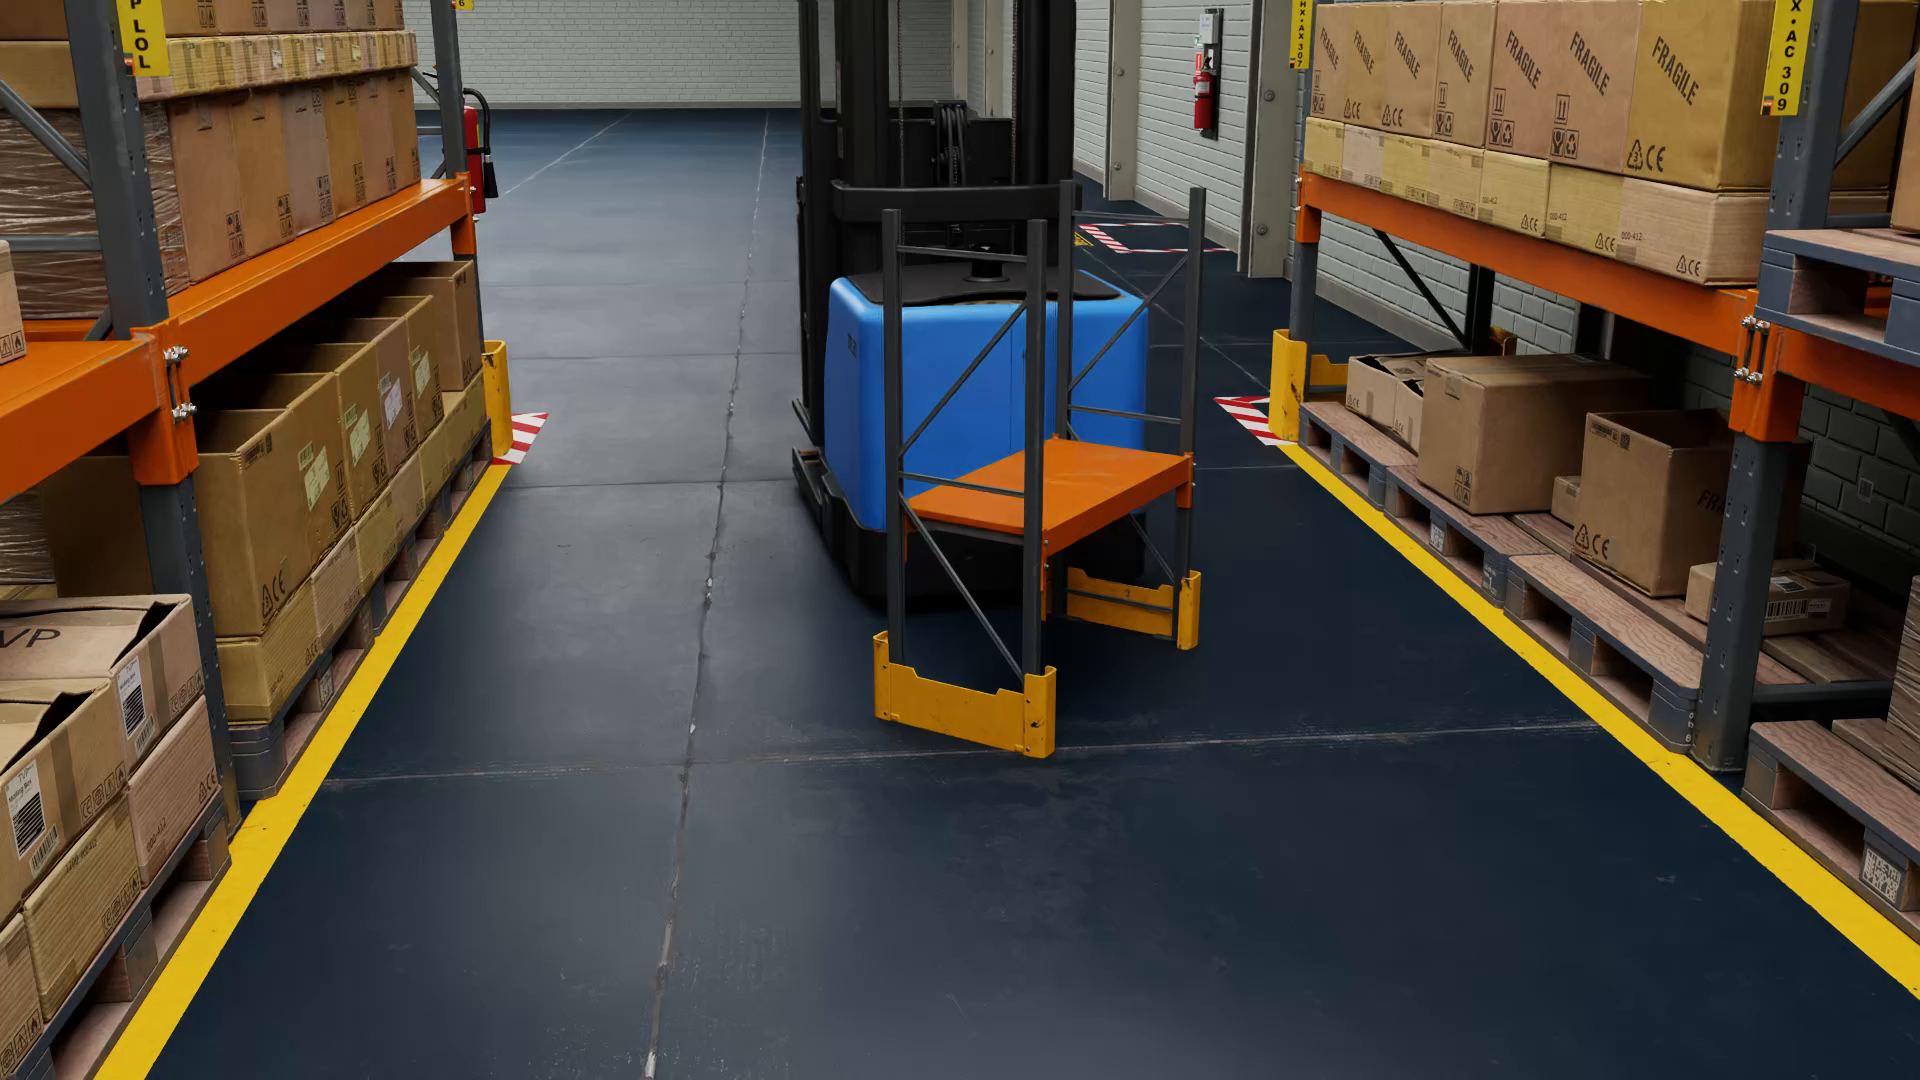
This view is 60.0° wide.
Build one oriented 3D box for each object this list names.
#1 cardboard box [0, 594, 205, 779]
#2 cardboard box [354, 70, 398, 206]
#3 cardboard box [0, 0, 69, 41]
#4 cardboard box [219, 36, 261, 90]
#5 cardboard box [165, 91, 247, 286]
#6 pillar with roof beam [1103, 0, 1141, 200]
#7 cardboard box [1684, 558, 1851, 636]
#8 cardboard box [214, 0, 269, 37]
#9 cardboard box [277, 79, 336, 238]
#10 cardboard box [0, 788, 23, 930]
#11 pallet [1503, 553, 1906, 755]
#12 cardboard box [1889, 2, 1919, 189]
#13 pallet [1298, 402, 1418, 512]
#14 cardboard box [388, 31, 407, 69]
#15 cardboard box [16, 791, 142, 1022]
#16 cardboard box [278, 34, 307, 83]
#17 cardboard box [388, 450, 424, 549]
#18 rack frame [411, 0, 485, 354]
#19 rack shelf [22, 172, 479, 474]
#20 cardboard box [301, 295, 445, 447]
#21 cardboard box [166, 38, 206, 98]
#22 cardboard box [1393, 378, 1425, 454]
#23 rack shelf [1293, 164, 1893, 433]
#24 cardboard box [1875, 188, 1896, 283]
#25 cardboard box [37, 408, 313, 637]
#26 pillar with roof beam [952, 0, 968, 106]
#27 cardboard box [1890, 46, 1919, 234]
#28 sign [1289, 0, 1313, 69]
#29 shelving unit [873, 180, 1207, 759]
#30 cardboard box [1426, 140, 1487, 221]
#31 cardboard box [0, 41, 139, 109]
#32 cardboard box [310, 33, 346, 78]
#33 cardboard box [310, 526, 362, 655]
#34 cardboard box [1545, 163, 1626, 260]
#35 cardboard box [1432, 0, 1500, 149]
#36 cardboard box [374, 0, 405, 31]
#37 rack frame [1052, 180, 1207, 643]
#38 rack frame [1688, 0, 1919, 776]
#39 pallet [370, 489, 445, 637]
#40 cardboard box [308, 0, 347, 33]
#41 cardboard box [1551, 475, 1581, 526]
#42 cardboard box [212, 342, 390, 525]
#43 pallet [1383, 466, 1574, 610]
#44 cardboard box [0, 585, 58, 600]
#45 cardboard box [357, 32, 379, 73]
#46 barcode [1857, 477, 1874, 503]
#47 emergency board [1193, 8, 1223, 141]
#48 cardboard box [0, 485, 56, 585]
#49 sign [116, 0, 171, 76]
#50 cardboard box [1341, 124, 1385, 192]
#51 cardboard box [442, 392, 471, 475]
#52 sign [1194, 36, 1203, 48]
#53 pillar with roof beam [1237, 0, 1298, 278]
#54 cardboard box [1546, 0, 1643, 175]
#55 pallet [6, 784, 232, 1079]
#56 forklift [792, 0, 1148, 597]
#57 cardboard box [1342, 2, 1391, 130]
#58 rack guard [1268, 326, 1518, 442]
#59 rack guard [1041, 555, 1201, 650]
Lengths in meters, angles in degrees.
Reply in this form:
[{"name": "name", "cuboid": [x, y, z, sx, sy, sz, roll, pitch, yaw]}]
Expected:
[{"name": "cardboard box", "cuboid": [-2.030, 0.296, 3.679, 0.500, 0.311, 0.500, -2, 18, -6]}, {"name": "cardboard box", "cuboid": [-2.675, -1.603, 6.609, 0.700, 0.500, 0.500, -1, 17, -4]}, {"name": "cardboard box", "cuboid": [-2.409, -1.458, 3.981, 0.700, 0.500, 0.500, -2, 18, -5]}, {"name": "cardboard box", "cuboid": [-2.298, -1.407, 4.901, 0.380, 0.149, 0.250, -2, 18, -7]}, {"name": "cardboard box", "cuboid": [-2.470, -0.996, 4.675, 0.700, 0.500, 0.500, -2, 18, -6]}, {"name": "pillar with roof beam", "cuboid": [-2.429, -8.128, 17.543, 9.100, 9.000, 0.400, -2, 18, -6]}, {"name": "cardboard box", "cuboid": [2.485, 0.170, 5.124, 0.380, 0.166, 0.250, -4, 18, -13]}, {"name": "cardboard box", "cuboid": [-2.513, -1.758, 4.936, 0.700, 0.500, 0.500, -2, 18, -6]}, {"name": "cardboard box", "cuboid": [-2.571, -1.298, 5.638, 0.700, 0.500, 0.500, -1, 17, -4]}, {"name": "cardboard box", "cuboid": [-1.921, 0.600, 2.712, 0.500, 0.311, 0.500, -2, 18, -6]}, {"name": "pallet", "cuboid": [2.466, 0.318, 5.312, 1.003, 0.211, 1.213, -2, 18, -6]}, {"name": "cardboard box", "cuboid": [2.729, -1.256, 4.634, 0.500, 0.500, 0.500, -2, 18, -7]}, {"name": "pallet", "cuboid": [2.214, -0.409, 7.628, 1.003, 0.211, 1.213, -2, 18, -6]}, {"name": "cardboard box", "cuboid": [-2.512, -2.022, 6.861, 0.380, 0.149, 0.250, -1, 17, -4]}, {"name": "cardboard box", "cuboid": [-1.975, 0.717, 3.273, 0.500, 0.250, 0.500, -2, 18, -6]}, {"name": "cardboard box", "cuboid": [-2.355, -1.564, 5.401, 0.380, 0.149, 0.250, -2, 18, -6]}, {"name": "cardboard box", "cuboid": [-2.253, -0.142, 6.012, 0.500, 0.250, 0.500, -2, 18, -6]}, {"name": "rack frame", "cuboid": [-2.769, -1.851, 7.566, 1.000, 3.000, 0.127, -2, 18, -6]}, {"name": "rack shelf", "cuboid": [-2.563, -0.912, 5.775, 1.077, 0.370, 4.000, -2, 18, -6]}, {"name": "cardboard box", "cuboid": [-2.300, -0.649, 6.375, 0.500, 0.500, 0.500, -2, 18, -6]}, {"name": "cardboard box", "cuboid": [-2.246, -1.254, 4.415, 0.380, 0.149, 0.250, -2, 18, -7]}, {"name": "cardboard box", "cuboid": [2.198, -0.554, 7.187, 0.500, 0.311, 0.500, 0, 17, -1]}, {"name": "rack shelf", "cuboid": [2.364, -1.066, 6.266, 1.077, 0.370, 4.000, -2, 18, -6]}, {"name": "cardboard box", "cuboid": [2.735, -0.898, 4.747, 0.500, 0.250, 0.500, -2, 17, -5]}, {"name": "cardboard box", "cuboid": [-2.093, -0.054, 4.477, 0.500, 0.500, 0.500, -2, 18, -6]}, {"name": "pillar with roof beam", "cuboid": [-4.286, -13.491, 34.625, 9.100, 9.000, 0.400, -2, 18, -6]}, {"name": "cardboard box", "cuboid": [2.589, -0.918, 3.693, 0.700, 0.500, 0.500, -2, 18, -5]}, {"name": "sign", "cuboid": [1.618, -2.402, 7.873, 0.100, 0.325, 0.005, -2, 18, -6]}, {"name": "shelving unit", "cuboid": [0.270, -0.278, 5.058, 0.587, 1.500, 1.083, 11, 20, 30]}, {"name": "cardboard box", "cuboid": [2.056, -1.331, 6.126, 0.500, 0.250, 0.500, -2, 18, -5]}, {"name": "cardboard box", "cuboid": [-2.192, -1.103, 3.932, 0.380, 0.149, 0.250, -2, 18, -6]}, {"name": "cardboard box", "cuboid": [-2.405, -1.715, 5.881, 0.380, 0.149, 0.250, -1, 17, -4]}, {"name": "cardboard box", "cuboid": [-2.149, 0.155, 5.064, 0.500, 0.250, 0.500, -2, 18, -6]}, {"name": "cardboard box", "cuboid": [2.177, -1.032, 5.173, 0.500, 0.250, 0.500, -2, 18, -5]}, {"name": "cardboard box", "cuboid": [2.061, -1.694, 6.032, 0.500, 0.500, 0.500, -1, 17, -4]}, {"name": "cardboard box", "cuboid": [-2.728, -2.363, 6.862, 0.700, 0.500, 0.500, -2, 18, -5]}, {"name": "rack frame", "cuboid": [0.542, -0.410, 5.478, 0.500, 1.500, 0.032, 11, 20, 30]}, {"name": "rack frame", "cuboid": [2.570, -0.814, 4.261, 1.000, 3.000, 0.127, -2, 18, -6]}, {"name": "pallet", "cuboid": [-2.526, 0.068, 6.107, 1.003, 0.211, 1.213, -2, 18, -6]}, {"name": "cardboard box", "cuboid": [-2.616, -2.056, 5.885, 0.700, 0.500, 0.500, -2, 18, -5]}, {"name": "cardboard box", "cuboid": [2.425, -0.140, 6.142, 0.380, 0.149, 0.250, -3, 18, -10]}, {"name": "cardboard box", "cuboid": [-2.196, -0.351, 5.426, 0.500, 0.500, 0.500, -2, 18, -6]}, {"name": "pallet", "cuboid": [2.337, -0.046, 6.473, 1.003, 0.211, 1.213, -2, 18, -6]}, {"name": "cardboard box", "cuboid": [-2.622, 0.321, 4.537, 0.500, 0.250, 0.500, -2, 18, -6]}, {"name": "cardboard box", "cuboid": [-2.462, -1.871, 6.380, 0.380, 0.149, 0.250, -2, 17, -5]}, {"name": "barcode", "cuboid": [2.753, -0.152, 5.057, 0.001, 0.075, 0.075, -2, 18, -6]}, {"name": "emergency board", "cuboid": [2.254, -4.349, 15.520, 0.194, 1.169, 0.643, -2, 18, -6]}, {"name": "cardboard box", "cuboid": [-2.662, -0.186, 4.901, 0.500, 0.500, 0.500, -2, 18, -6]}, {"name": "sign", "cuboid": [-1.818, -1.194, 3.671, 0.100, 0.325, 0.005, -2, 18, -6]}, {"name": "cardboard box", "cuboid": [1.960, -1.634, 7.090, 0.500, 0.250, 0.500, -2, 18, -7]}, {"name": "cardboard box", "cuboid": [-2.357, -0.440, 6.961, 0.500, 0.250, 0.500, -2, 18, -6]}, {"name": "sign", "cuboid": [2.292, -4.785, 15.965, 0.001, 0.109, 0.331, -2, 18, -6]}, {"name": "pillar with roof beam", "cuboid": [-1.811, -6.340, 11.849, 9.100, 9.000, 0.400, -2, 18, -6]}, {"name": "cardboard box", "cuboid": [2.157, -1.389, 5.059, 0.500, 0.500, 0.500, -2, 18, -6]}, {"name": "pallet", "cuboid": [-2.242, 0.889, 3.492, 1.003, 0.211, 1.213, -2, 18, -6]}, {"name": "forklift", "cuboid": [-0.136, -1.600, 6.881, 1.130, 2.935, 3.031, -4, 18, -11]}, {"name": "cardboard box", "cuboid": [1.949, -2.002, 7.011, 0.500, 0.500, 0.500, -2, 18, -5]}, {"name": "rack guard", "cuboid": [2.165, -0.790, 8.359, 1.175, 0.500, 0.348, -2, 18, -6]}, {"name": "rack guard", "cuboid": [0.532, 0.192, 5.649, 0.587, 0.250, 0.087, 11, 20, 30]}]
